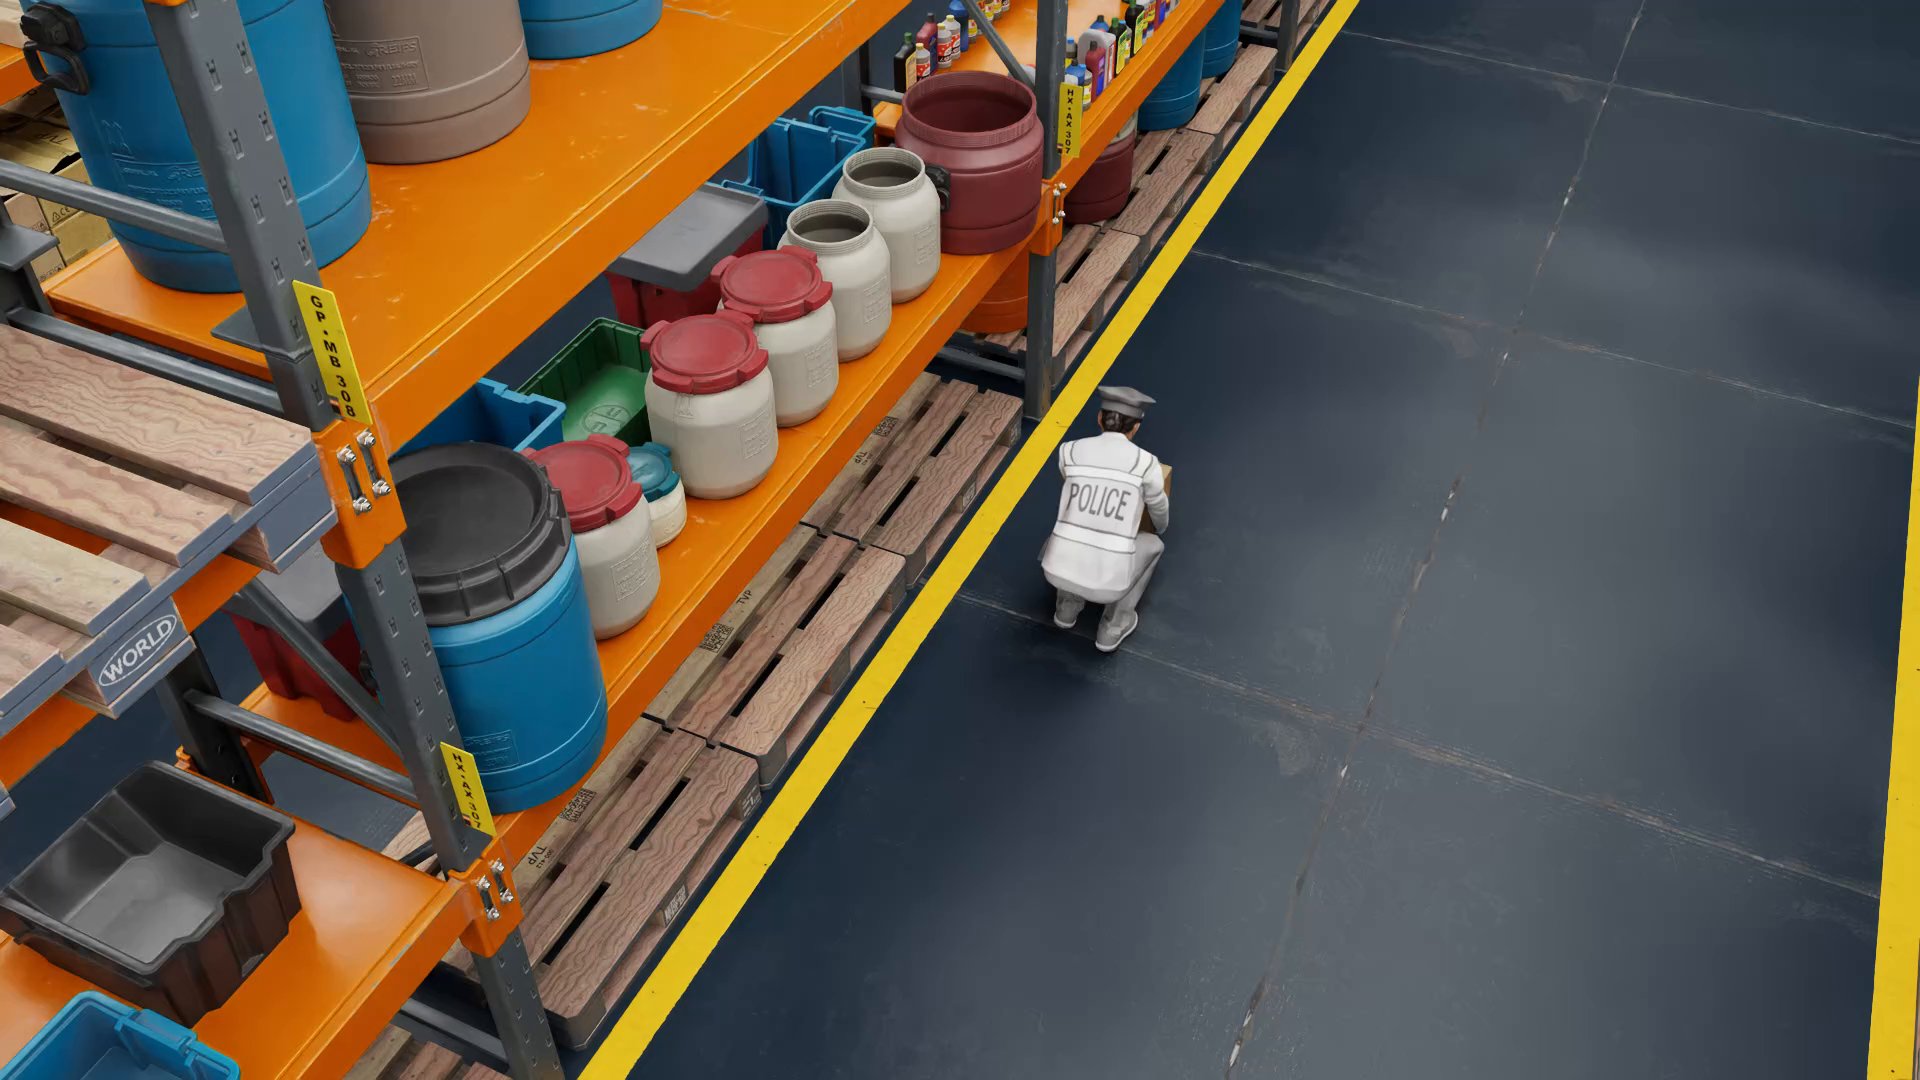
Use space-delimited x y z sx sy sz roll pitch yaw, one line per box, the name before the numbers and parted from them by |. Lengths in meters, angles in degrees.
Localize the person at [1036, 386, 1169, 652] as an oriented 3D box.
person | 0.596 -0.094 6.783 0.466 0.981 0.842 17 45 17
